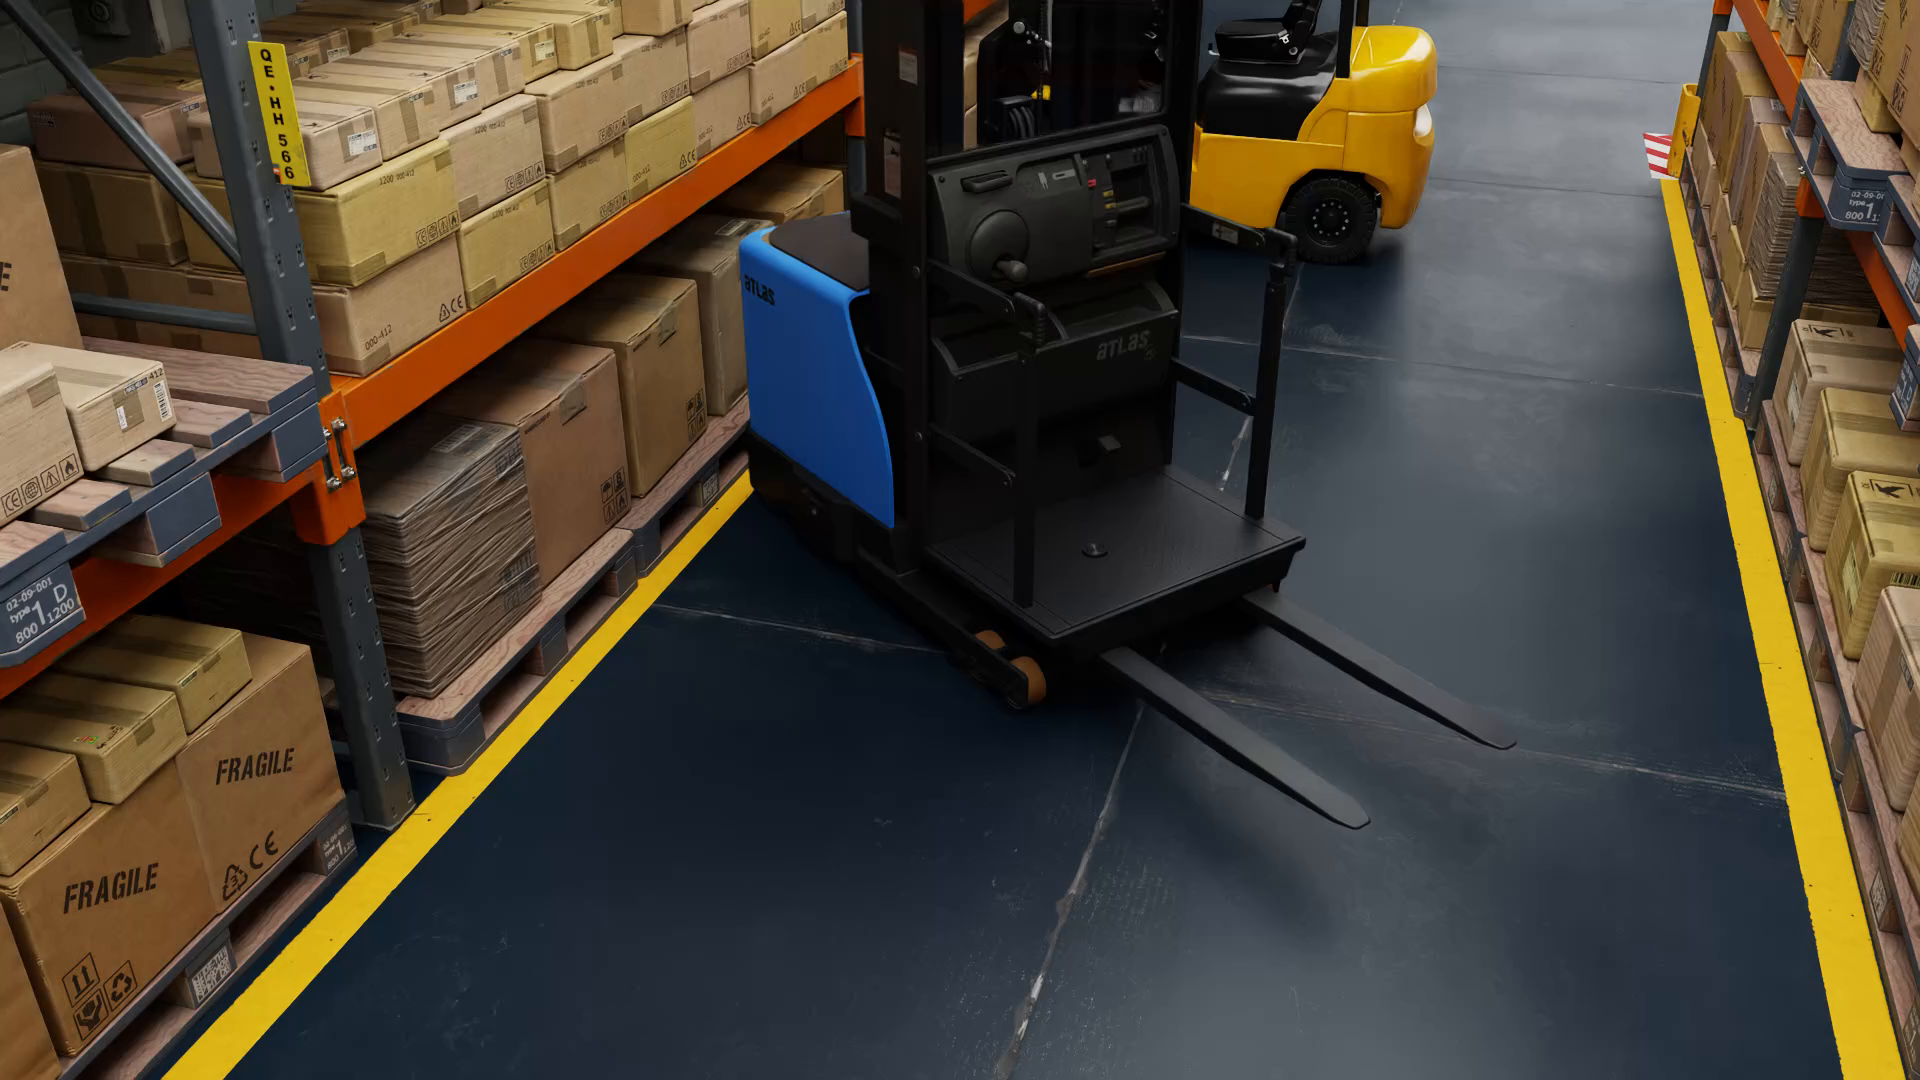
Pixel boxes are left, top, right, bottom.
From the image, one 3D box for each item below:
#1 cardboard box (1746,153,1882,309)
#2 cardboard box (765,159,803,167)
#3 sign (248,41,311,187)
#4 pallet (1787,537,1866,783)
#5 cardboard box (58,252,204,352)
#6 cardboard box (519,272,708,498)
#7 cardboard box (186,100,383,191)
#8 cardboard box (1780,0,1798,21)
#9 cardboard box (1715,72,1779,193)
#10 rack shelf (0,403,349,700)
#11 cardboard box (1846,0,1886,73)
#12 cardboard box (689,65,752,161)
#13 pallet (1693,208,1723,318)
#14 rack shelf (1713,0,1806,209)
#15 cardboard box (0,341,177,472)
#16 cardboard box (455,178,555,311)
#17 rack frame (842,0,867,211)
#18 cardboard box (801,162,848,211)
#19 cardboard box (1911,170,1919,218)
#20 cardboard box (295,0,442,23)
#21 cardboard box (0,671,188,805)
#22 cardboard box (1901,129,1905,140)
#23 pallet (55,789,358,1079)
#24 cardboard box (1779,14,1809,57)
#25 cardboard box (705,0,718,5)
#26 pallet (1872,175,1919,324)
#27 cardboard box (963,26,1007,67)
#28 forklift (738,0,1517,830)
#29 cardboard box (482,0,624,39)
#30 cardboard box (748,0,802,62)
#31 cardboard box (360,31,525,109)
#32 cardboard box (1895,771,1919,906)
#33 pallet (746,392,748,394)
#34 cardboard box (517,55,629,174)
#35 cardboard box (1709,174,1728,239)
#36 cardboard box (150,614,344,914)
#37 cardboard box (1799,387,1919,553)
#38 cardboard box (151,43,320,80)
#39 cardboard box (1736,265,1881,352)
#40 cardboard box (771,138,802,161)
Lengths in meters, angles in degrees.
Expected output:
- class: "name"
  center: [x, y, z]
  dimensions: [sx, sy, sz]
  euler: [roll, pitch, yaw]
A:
- class: "cardboard box"
  center: [3.759, -1.347, 7.211]
  dimensions: [0.500, 0.500, 0.500]
  euler: [8, 30, 14]
- class: "cardboard box"
  center: [-0.957, -1.887, 8.438]
  dimensions: [0.500, 0.250, 0.500]
  euler: [8, 30, 14]
- class: "sign"
  center: [-1.557, -0.970, 3.799]
  dimensions: [0.100, 0.325, 0.005]
  euler: [8, 30, 15]
- class: "pallet"
  center: [3.259, 0.425, 5.269]
  dimensions: [1.003, 0.211, 1.213]
  euler: [8, 30, 15]
- class: "cardboard box"
  center: [-2.191, -0.752, 4.670]
  dimensions: [0.500, 0.250, 0.500]
  euler: [8, 30, 14]
- class: "cardboard box"
  center: [-1.500, -0.623, 6.296]
  dimensions: [0.875, 0.625, 0.625]
  euler: [7, 30, 13]
- class: "cardboard box"
  center: [-1.703, -1.005, 4.201]
  dimensions: [0.380, 0.149, 0.250]
  euler: [9, 30, 16]
- class: "cardboard box"
  center: [4.027, -2.622, 7.469]
  dimensions: [0.500, 0.500, 0.500]
  euler: [9, 30, 16]
- class: "cardboard box"
  center: [4.204, -2.071, 8.512]
  dimensions: [0.500, 0.500, 0.500]
  euler: [9, 30, 16]
- class: "rack shelf"
  center: [-2.665, 0.672, 2.697]
  dimensions: [1.077, 0.370, 4.000]
  euler: [8, 30, 15]
- class: "cardboard box"
  center: [3.430, -1.904, 5.747]
  dimensions: [0.500, 0.500, 0.500]
  euler: [9, 30, 16]
- class: "cardboard box"
  center: [-1.119, -1.633, 6.254]
  dimensions: [0.500, 0.250, 0.500]
  euler: [9, 30, 15]
- class: "pallet"
  center: [4.362, -1.392, 8.534]
  dimensions: [1.003, 0.211, 1.213]
  euler: [8, 30, 15]
- class: "rack shelf"
  center: [4.429, -2.339, 8.110]
  dimensions: [1.077, 0.370, 4.000]
  euler: [8, 30, 15]
- class: "cardboard box"
  center: [-1.904, -0.286, 3.504]
  dimensions: [0.380, 0.149, 0.250]
  euler: [9, 30, 16]
- class: "cardboard box"
  center: [-1.562, -0.911, 4.956]
  dimensions: [0.500, 0.250, 0.500]
  euler: [8, 30, 14]
- class: "rack frame"
  center: [-0.904, -2.431, 7.534]
  dimensions: [1.000, 3.000, 0.127]
  euler: [8, 30, 15]
- class: "cardboard box"
  center: [-0.467, -1.812, 8.304]
  dimensions: [0.500, 0.250, 0.500]
  euler: [8, 30, 15]
- class: "cardboard box"
  center: [2.969, -0.984, 4.761]
  dimensions: [0.380, 0.149, 0.250]
  euler: [10, 31, 17]
- class: "cardboard box"
  center: [-1.922, -1.691, 5.433]
  dimensions: [0.380, 0.149, 0.250]
  euler: [8, 30, 14]
- class: "cardboard box"
  center: [-2.032, 0.450, 3.827]
  dimensions: [0.380, 0.149, 0.250]
  euler: [7, 30, 12]
- class: "cardboard box"
  center: [3.286, -1.329, 5.379]
  dimensions: [0.380, 0.149, 0.250]
  euler: [10, 31, 18]
- class: "pallet"
  center: [-2.333, 0.988, 4.256]
  dimensions: [1.003, 0.211, 1.213]
  euler: [8, 30, 15]
- class: "cardboard box"
  center: [3.940, -2.280, 7.521]
  dimensions: [0.380, 0.149, 0.250]
  euler: [8, 30, 14]
- class: "cardboard box"
  center: [-1.060, -2.085, 6.142]
  dimensions: [0.380, 0.149, 0.250]
  euler: [8, 30, 14]
- class: "pallet"
  center: [3.210, -0.707, 4.633]
  dimensions: [1.003, 0.211, 1.213]
  euler: [8, 30, 15]
- class: "cardboard box"
  center: [-0.006, -2.742, 9.461]
  dimensions: [0.500, 0.250, 0.500]
  euler: [8, 30, 14]
- class: "forklift"
  center: [0.442, -1.012, 5.054]
  dimensions: [1.130, 2.935, 3.031]
  euler: [-19, 34, -31]
- class: "cardboard box"
  center: [-1.350, -1.741, 5.524]
  dimensions: [0.380, 0.149, 0.250]
  euler: [8, 30, 15]
- class: "cardboard box"
  center: [-0.948, -2.079, 6.542]
  dimensions: [0.500, 0.250, 0.500]
  euler: [8, 30, 14]
- class: "cardboard box"
  center: [-1.510, -1.376, 4.867]
  dimensions: [0.380, 0.149, 0.250]
  euler: [9, 30, 15]
- class: "cardboard box"
  center: [2.843, 0.838, 3.928]
  dimensions: [0.950, 0.372, 0.625]
  euler: [6, 30, 11]
- class: "pallet"
  center: [-1.083, -0.864, 7.586]
  dimensions: [1.003, 0.211, 1.213]
  euler: [8, 30, 15]
- class: "cardboard box"
  center: [-1.395, -1.369, 5.266]
  dimensions: [0.500, 0.250, 0.500]
  euler: [8, 30, 14]
- class: "cardboard box"
  center: [4.210, -1.738, 8.685]
  dimensions: [0.500, 0.250, 0.500]
  euler: [11, 31, 18]
- class: "cardboard box"
  center: [-1.997, 0.564, 4.290]
  dimensions: [0.500, 0.500, 0.500]
  euler: [9, 30, 16]
- class: "cardboard box"
  center: [3.483, -0.181, 5.760]
  dimensions: [0.950, 0.372, 0.625]
  euler: [10, 31, 18]
- class: "cardboard box"
  center: [-2.072, -1.328, 4.782]
  dimensions: [0.380, 0.149, 0.250]
  euler: [8, 30, 15]
- class: "cardboard box"
  center: [3.759, -1.019, 7.393]
  dimensions: [0.500, 0.250, 0.500]
  euler: [10, 31, 17]
- class: "cardboard box"
  center: [-0.945, -2.106, 8.318]
  dimensions: [0.500, 0.250, 0.500]
  euler: [9, 30, 16]
